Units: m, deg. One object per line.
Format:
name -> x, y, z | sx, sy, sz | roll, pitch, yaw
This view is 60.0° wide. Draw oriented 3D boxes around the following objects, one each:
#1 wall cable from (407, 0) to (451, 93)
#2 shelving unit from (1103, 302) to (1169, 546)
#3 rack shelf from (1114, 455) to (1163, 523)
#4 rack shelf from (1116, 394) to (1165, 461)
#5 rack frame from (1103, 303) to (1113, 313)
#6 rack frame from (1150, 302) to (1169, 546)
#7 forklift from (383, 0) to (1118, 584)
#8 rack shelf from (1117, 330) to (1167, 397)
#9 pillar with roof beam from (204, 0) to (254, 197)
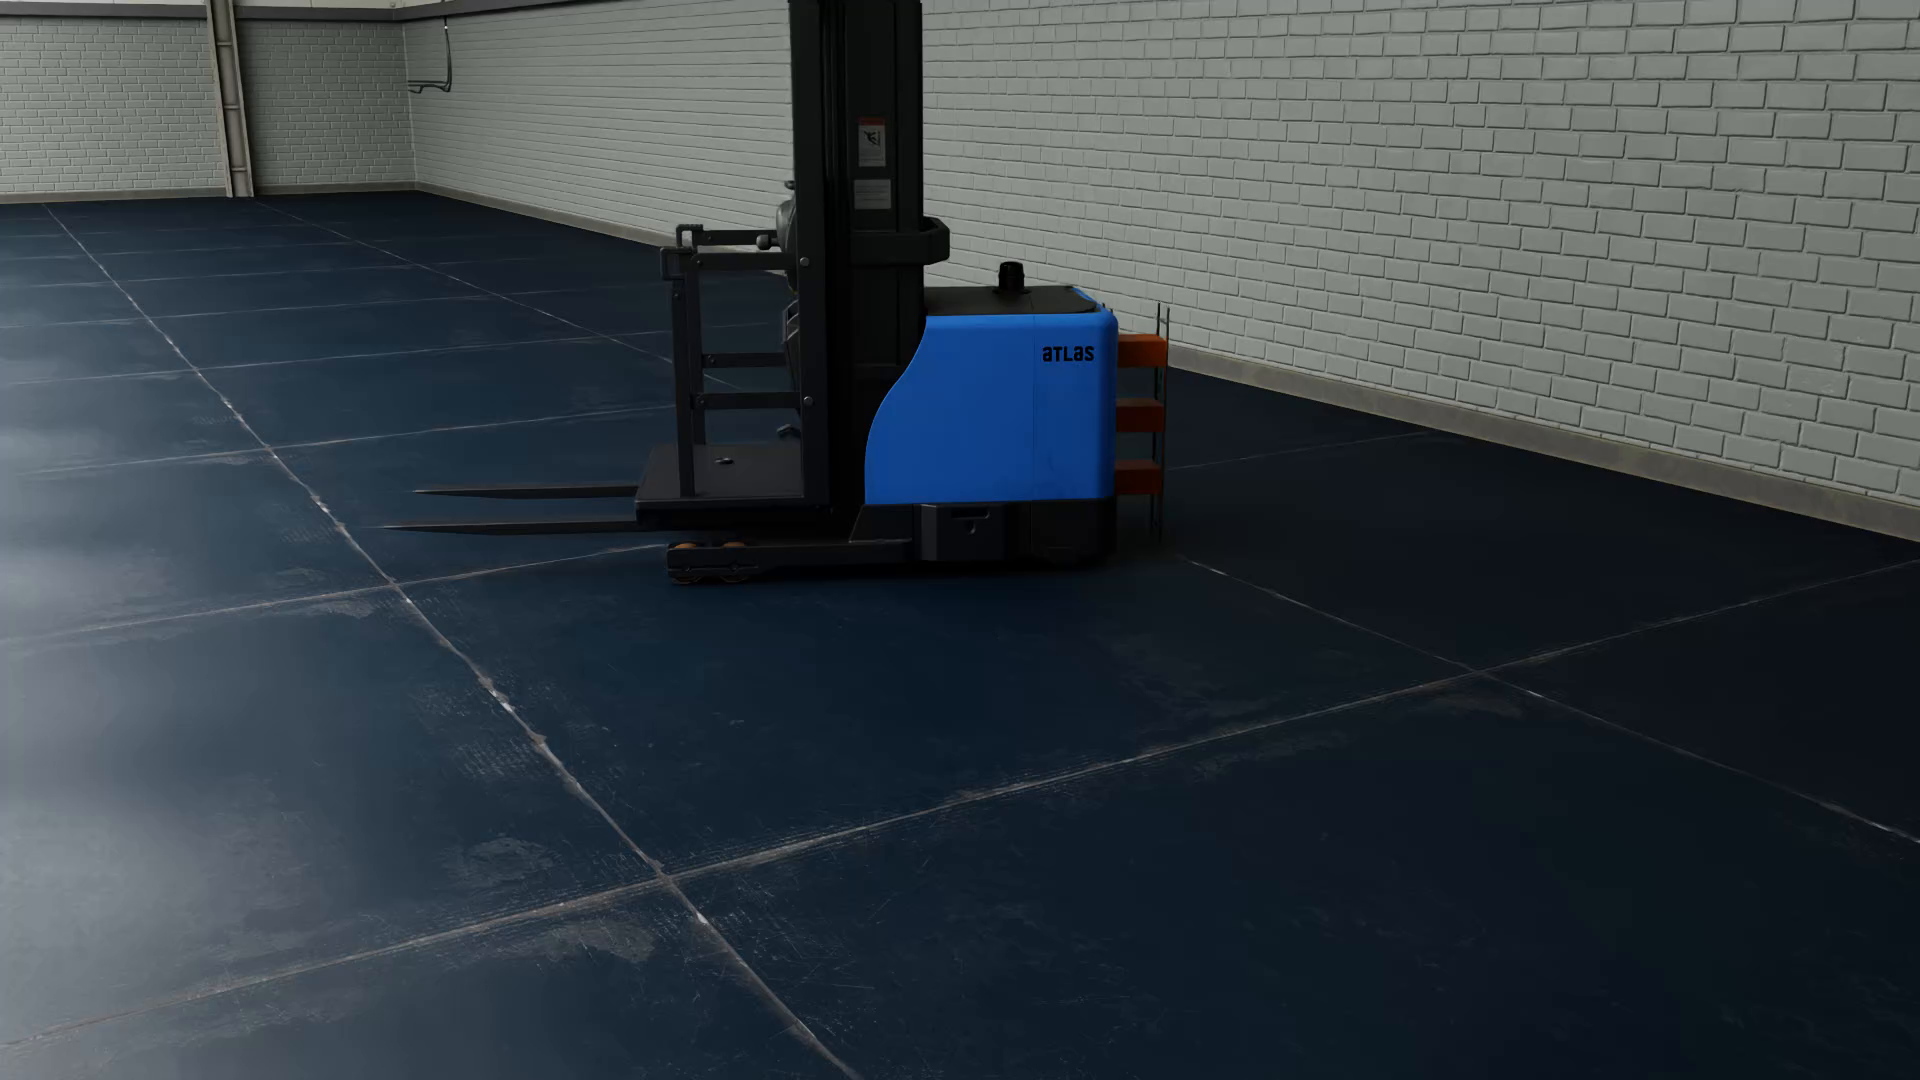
wall cable -> -9.058, -8.801, 27.919 | 0.112, 2.526, 3.097 | -9, 18, -30
shelving unit -> 0.755, -0.504, 7.292 | 0.252, 1.050, 0.215 | -2, 16, -6
rack shelf -> 0.755, -0.226, 7.370 | 0.240, 0.259, 0.215 | -2, 16, -6
rack shelf -> 0.755, -0.493, 7.295 | 0.240, 0.259, 0.215 | -2, 16, -6
rack frame -> 0.634, -0.500, 7.280 | 0.008, 1.050, 0.200 | -2, 16, -6
rack frame -> 0.877, -0.507, 7.304 | 0.008, 1.050, 0.200 | -2, 16, -6
forklift -> -0.890, -1.380, 6.935 | 3.031, 2.935, 1.130 | -2, 16, -6
rack shelf -> 0.755, -0.767, 7.218 | 0.240, 0.259, 0.215 | -2, 16, -6
pillar with roof beam -> -10.047, -9.197, 23.577 | 0.400, 9.000, 9.100 | -9, 18, -30
